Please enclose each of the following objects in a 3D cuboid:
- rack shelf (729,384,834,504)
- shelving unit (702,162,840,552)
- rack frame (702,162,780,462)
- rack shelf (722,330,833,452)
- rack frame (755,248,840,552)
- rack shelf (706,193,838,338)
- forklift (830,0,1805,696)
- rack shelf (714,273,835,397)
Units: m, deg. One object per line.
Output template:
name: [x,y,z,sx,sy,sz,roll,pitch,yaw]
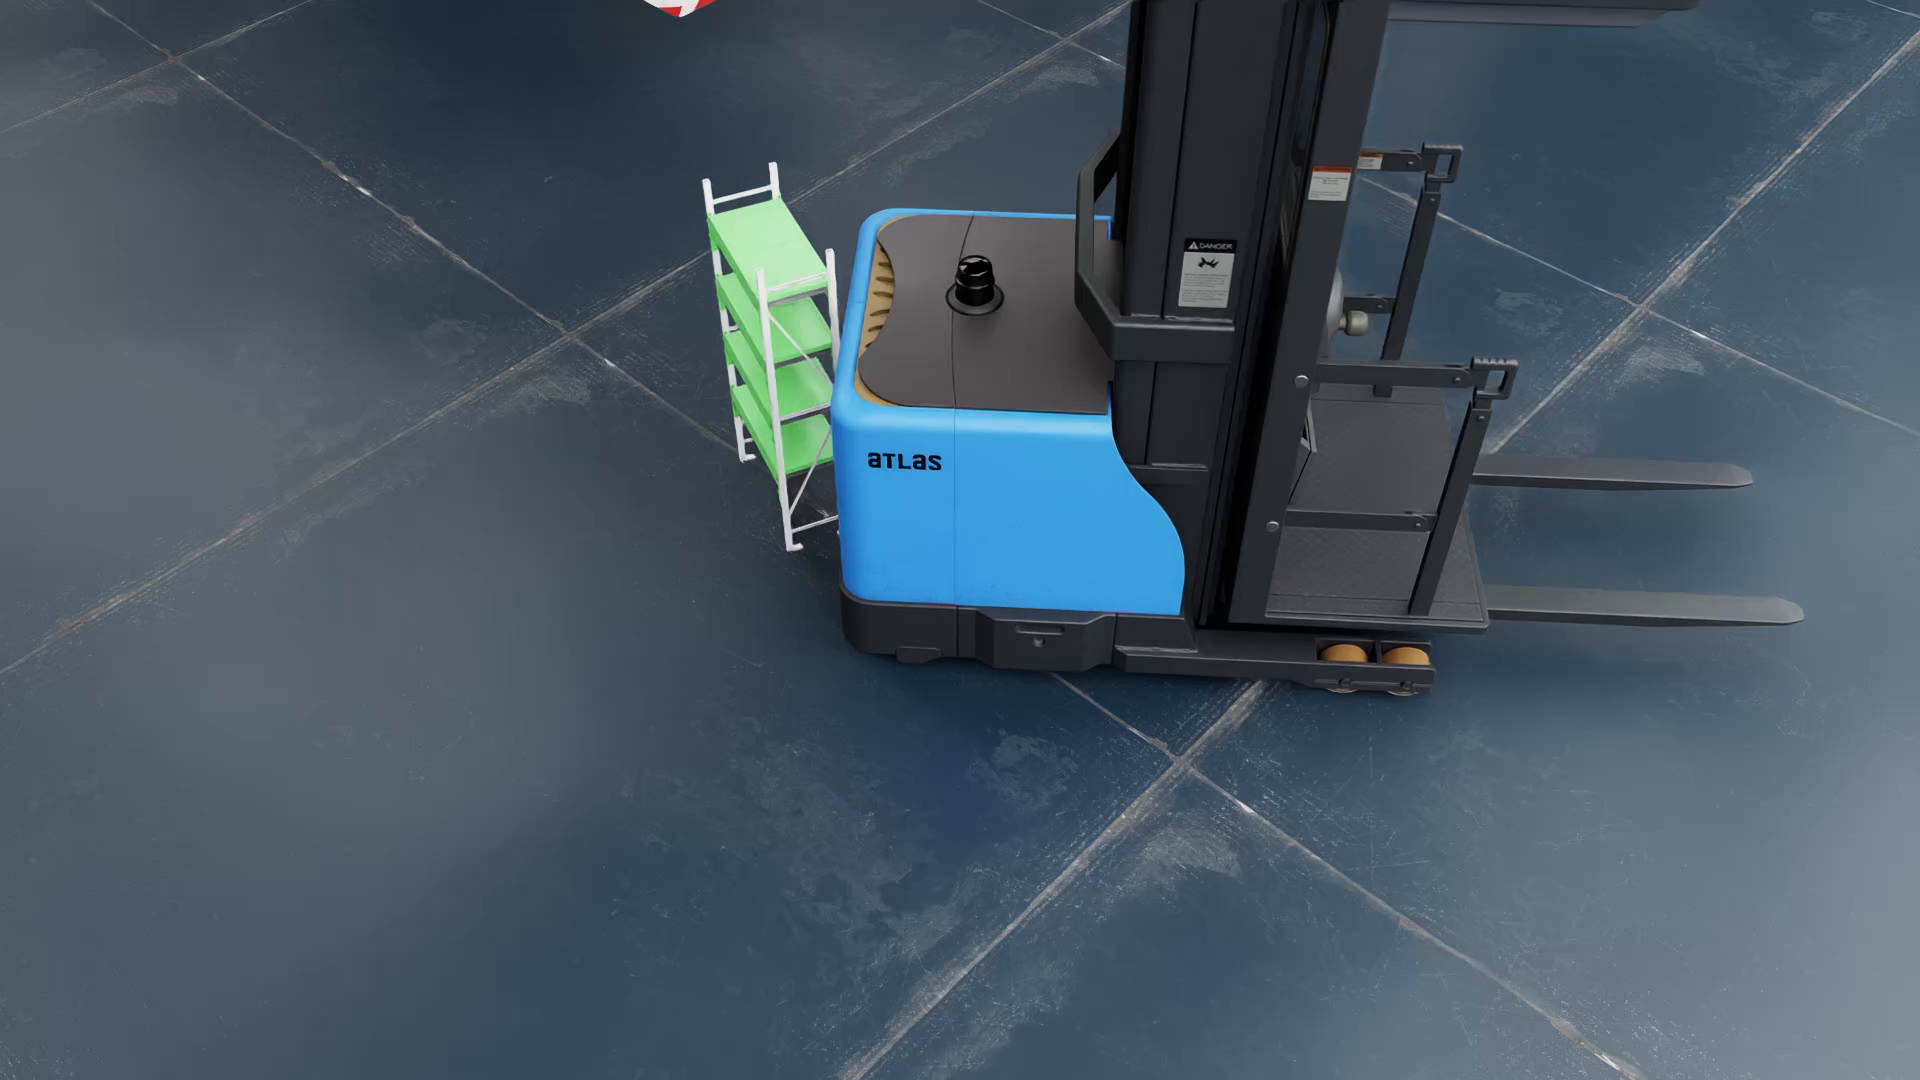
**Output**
rack shelf: [-0.586,-0.365,5.687,0.258,0.148,0.480,-18,49,-16]
shelving unit: [-0.586,-0.573,5.465,0.258,1.200,0.503,-18,49,-16]
rack frame: [-0.686,-0.735,5.617,0.240,1.200,0.015,-18,49,-16]
rack shelf: [-0.586,-0.529,5.512,0.258,0.148,0.480,-18,49,-16]
rack frame: [-0.485,-0.411,5.313,0.240,1.200,0.015,-18,49,-16]
rack shelf: [-0.586,-0.858,5.162,0.258,0.148,0.480,-18,49,-16]
forklift: [1.158,-0.911,4.595,3.031,2.935,1.130,3,47,2]
rack shelf: [-0.586,-0.694,5.337,0.258,0.148,0.480,-18,49,-16]
